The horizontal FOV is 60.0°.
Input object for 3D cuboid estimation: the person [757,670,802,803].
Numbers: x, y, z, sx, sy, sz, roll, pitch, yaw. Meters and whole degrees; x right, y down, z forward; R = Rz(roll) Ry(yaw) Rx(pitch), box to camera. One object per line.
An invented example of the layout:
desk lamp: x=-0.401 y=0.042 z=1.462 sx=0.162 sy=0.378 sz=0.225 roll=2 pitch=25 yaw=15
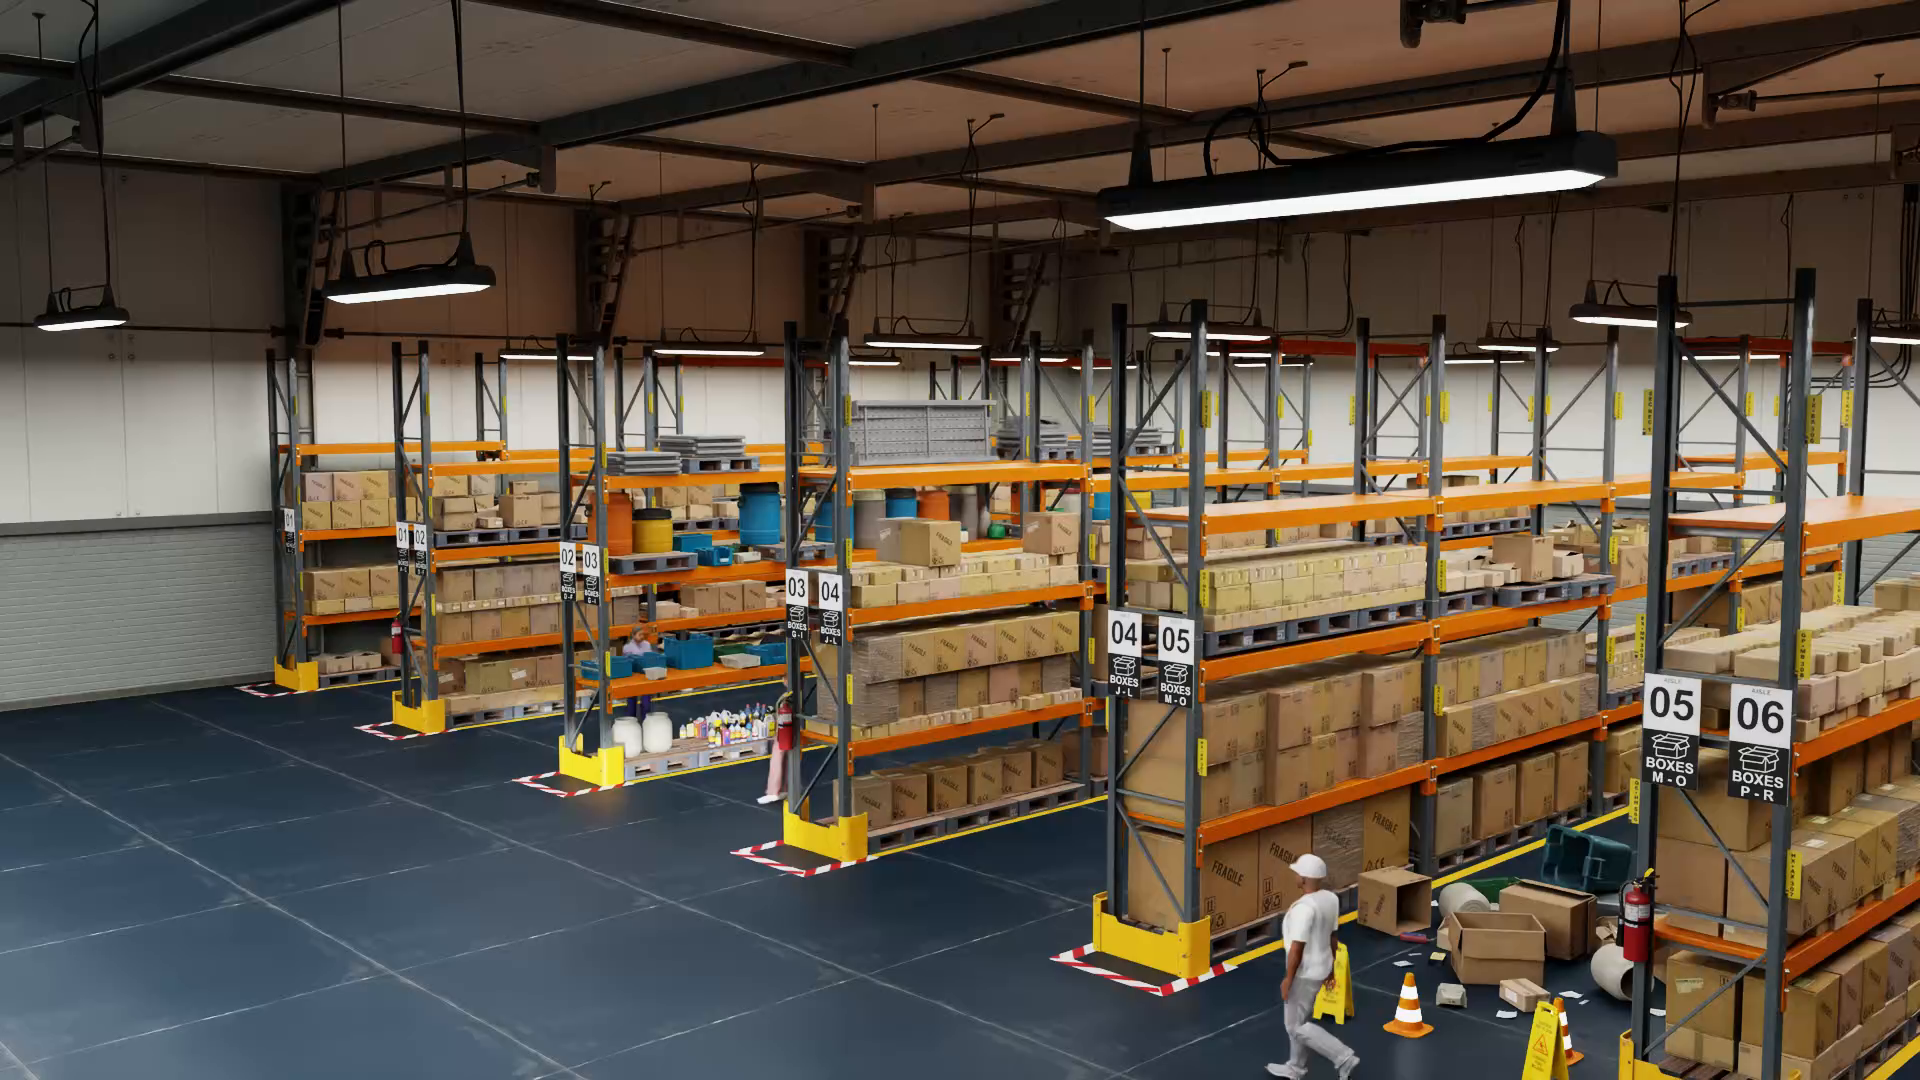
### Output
person: x=-2.265 y=2.494 z=21.263 sx=0.465 sy=1.683 sz=0.590 roll=2 pitch=5 yaw=24

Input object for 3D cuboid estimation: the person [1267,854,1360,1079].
person: x=2.631 y=3.213 z=12.364 sx=0.753 sy=1.760 sz=0.550 roll=2 pitch=6 yaw=26

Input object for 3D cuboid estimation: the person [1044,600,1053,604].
person: x=1.905 y=1.507 z=31.979 sx=0.574 sy=1.804 sz=0.513 roll=-3 pitch=6 yaw=-30

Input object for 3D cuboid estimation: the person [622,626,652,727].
person: x=-4.942 y=2.137 z=25.541 sx=0.508 sy=1.666 sz=0.382 roll=-3 pitch=6 yaw=-34
